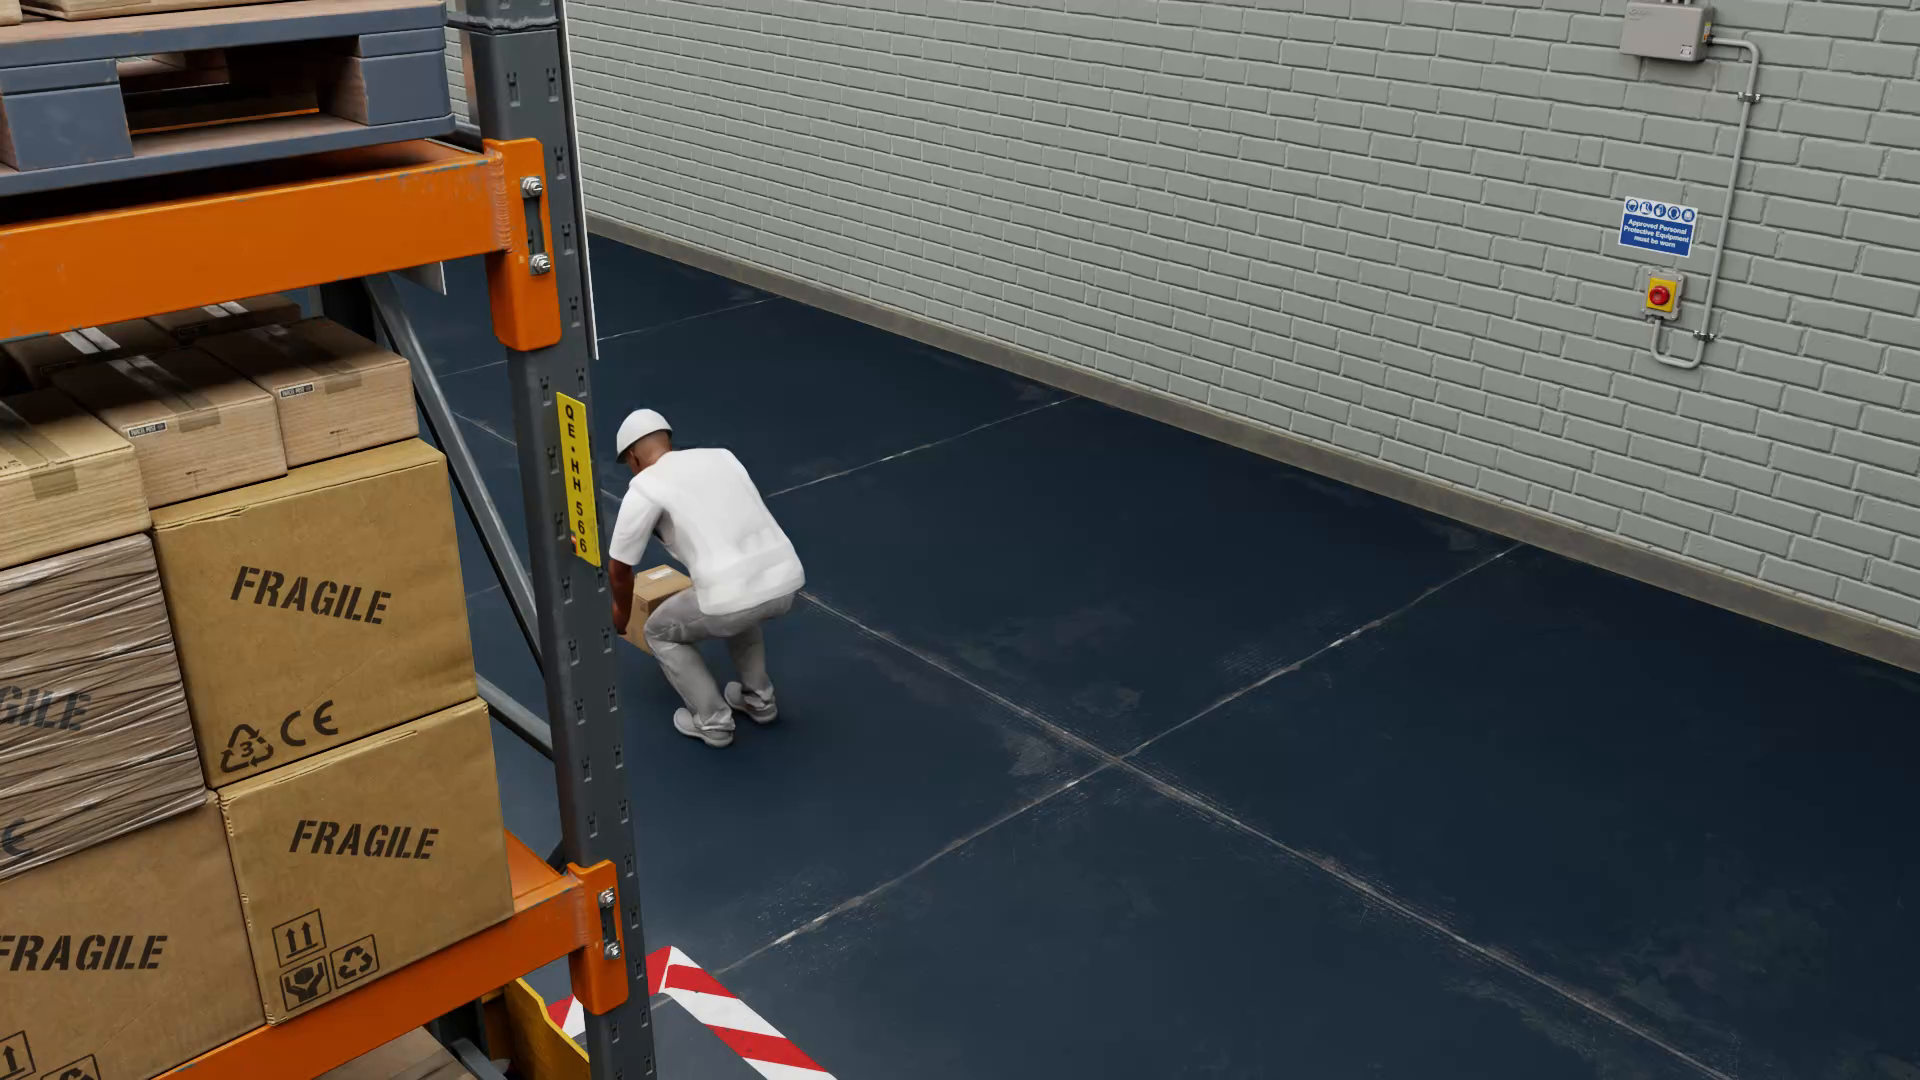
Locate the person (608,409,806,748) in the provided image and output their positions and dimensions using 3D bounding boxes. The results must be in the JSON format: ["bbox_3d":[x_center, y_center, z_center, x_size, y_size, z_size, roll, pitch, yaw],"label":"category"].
[{"bbox_3d":[-0.998,0.154,6.385,0.623,1.233,0.831,-21,32,-39],"label":"person"}]
